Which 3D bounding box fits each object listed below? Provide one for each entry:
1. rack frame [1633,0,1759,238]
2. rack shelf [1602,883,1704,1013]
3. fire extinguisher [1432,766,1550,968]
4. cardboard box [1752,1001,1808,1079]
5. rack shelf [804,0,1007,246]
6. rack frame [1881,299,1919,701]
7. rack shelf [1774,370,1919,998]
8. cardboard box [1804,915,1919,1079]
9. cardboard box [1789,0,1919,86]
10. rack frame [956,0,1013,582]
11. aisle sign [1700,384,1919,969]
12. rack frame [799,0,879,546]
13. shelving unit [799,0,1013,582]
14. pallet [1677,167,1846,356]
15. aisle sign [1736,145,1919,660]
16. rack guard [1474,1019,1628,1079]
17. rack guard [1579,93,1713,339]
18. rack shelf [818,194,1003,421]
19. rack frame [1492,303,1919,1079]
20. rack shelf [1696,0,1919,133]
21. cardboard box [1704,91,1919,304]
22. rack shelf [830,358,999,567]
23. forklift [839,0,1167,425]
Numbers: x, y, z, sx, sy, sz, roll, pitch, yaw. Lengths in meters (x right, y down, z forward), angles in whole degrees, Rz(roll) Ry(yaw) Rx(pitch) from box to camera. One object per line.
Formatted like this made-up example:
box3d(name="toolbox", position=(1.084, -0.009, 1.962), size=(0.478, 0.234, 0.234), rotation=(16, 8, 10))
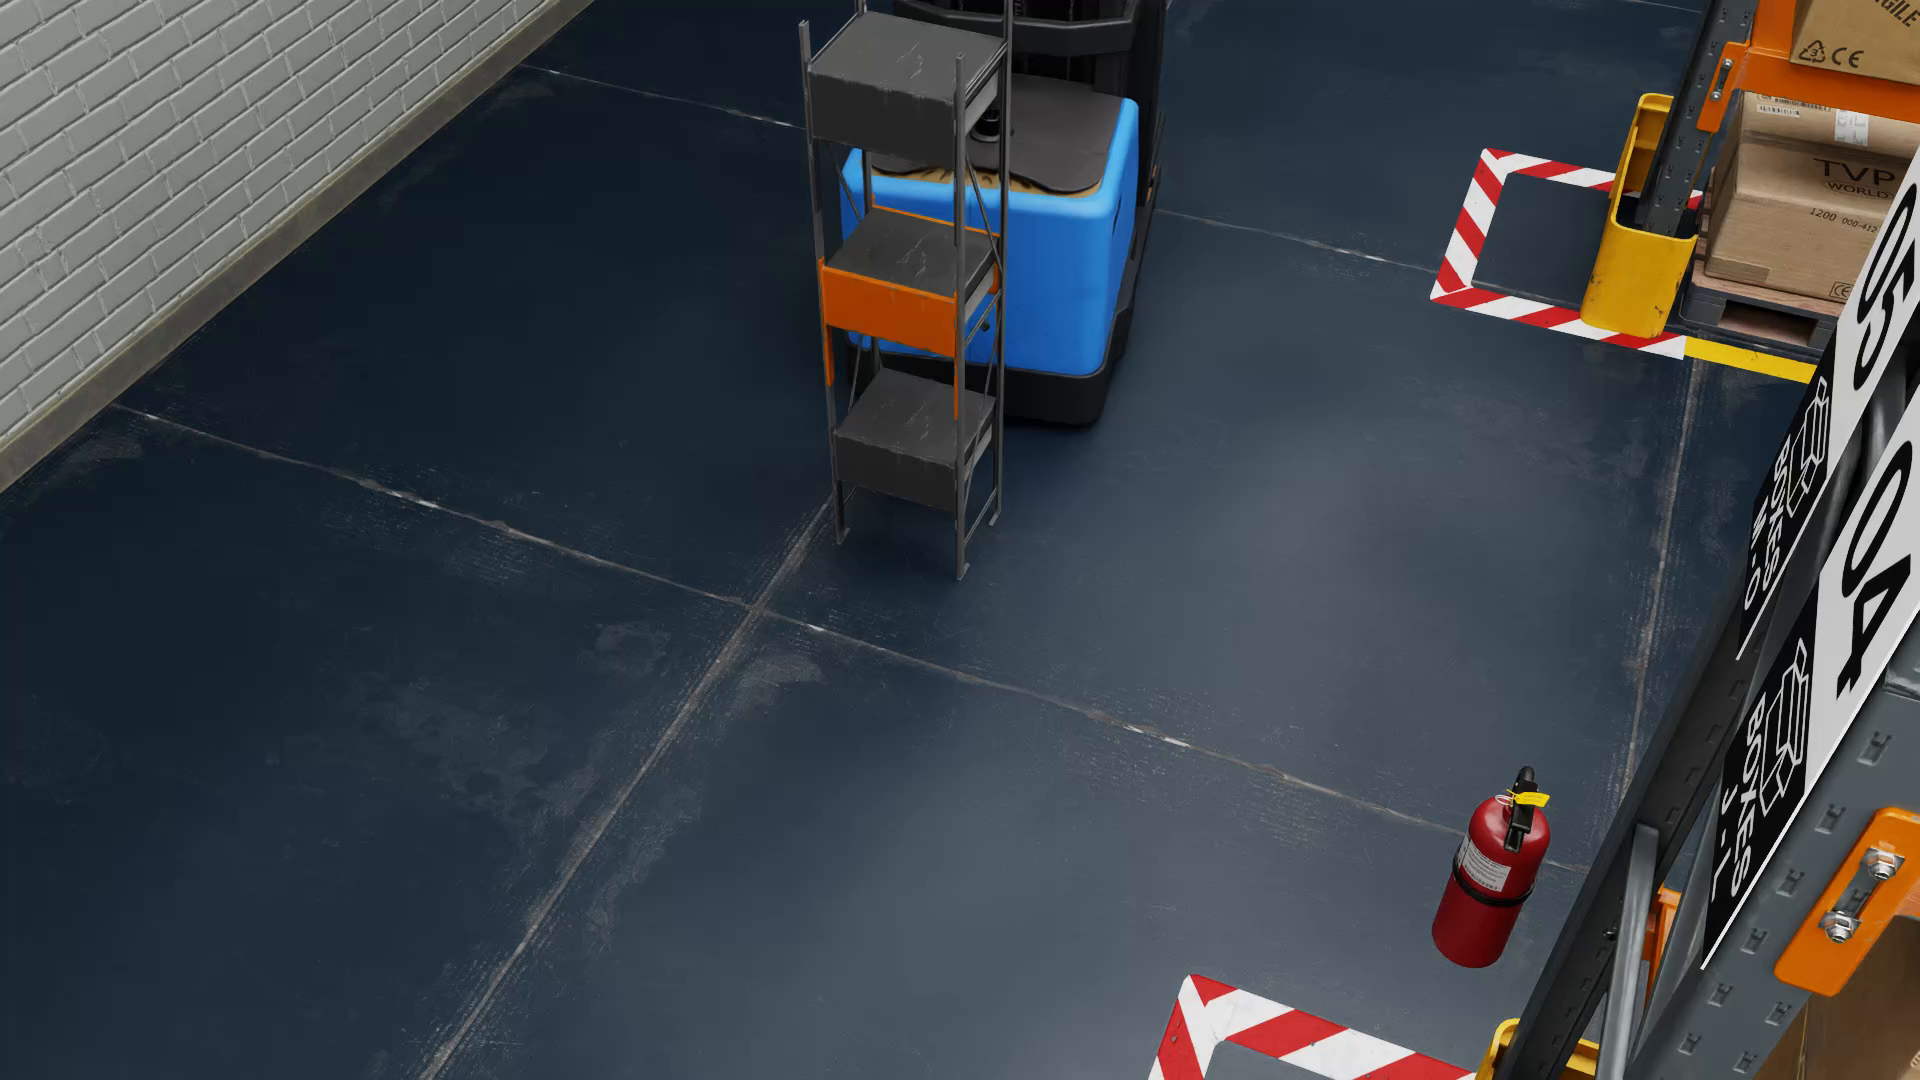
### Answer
box3d(name="rack frame", position=(3.077, -2.329, 6.464), size=(0.127, 3.000, 1.000), rotation=(16, 47, 16))
box3d(name="rack shelf", position=(3.110, 1.719, 2.906), size=(4.000, 0.370, 1.077), rotation=(16, 47, 16))
box3d(name="fire extinguisher", position=(1.210, 0.711, 3.728), size=(0.183, 0.674, 0.296), rotation=(16, 47, 16))
box3d(name="cardboard box", position=(1.572, 1.081, 2.755), size=(0.500, 0.500, 0.500), rotation=(19, 48, 18))
box3d(name="rack shelf", position=(-0.153, -1.276, 5.070), size=(0.480, 0.518, 0.431), rotation=(16, 47, 16))
box3d(name="rack frame", position=(1.264, -1.206, 1.082), size=(0.127, 3.000, 1.000), rotation=(16, 47, 16))
box3d(name="rack shelf", position=(3.110, 0.655, 1.848), size=(4.000, 0.370, 1.077), rotation=(16, 47, 16))
box3d(name="cardboard box", position=(1.577, 0.720, 2.409), size=(0.500, 0.500, 0.500), rotation=(16, 47, 16))
box3d(name="cardboard box", position=(3.409, -2.047, 6.110), size=(0.500, 0.500, 0.500), rotation=(16, 47, 16))
box3d(name="rack frame", position=(0.072, -0.723, 5.488), size=(0.015, 2.100, 0.400), rotation=(16, 47, 16))
box3d(name="aisle sign", position=(1.082, 0.174, 2.105), size=(0.004, 0.787, 0.394), rotation=(16, 47, 16))
box3d(name="rack frame", position=(-0.378, -0.856, 5.621), size=(0.015, 2.100, 0.400), rotation=(16, 47, 16))
box3d(name="shelving unit", position=(-0.153, -0.789, 5.555), size=(0.503, 2.100, 0.431), rotation=(16, 47, 16))
box3d(name="pallet", position=(3.845, -1.175, 7.281), size=(1.213, 0.211, 1.003), rotation=(16, 47, 16))
box3d(name="aisle sign", position=(1.313, -0.216, 2.498), size=(0.004, 0.787, 0.394), rotation=(16, 47, 16))
box3d(name="rack guard", position=(1.335, 1.827, 4.059), size=(0.348, 0.500, 1.175), rotation=(16, 47, 16))
box3d(name="rack guard", position=(3.055, -1.450, 7.353), size=(0.348, 0.500, 1.175), rotation=(16, 47, 16))
box3d(name="rack shelf", position=(-0.153, -0.780, 5.564), size=(0.480, 0.518, 0.431), rotation=(16, 47, 16))
box3d(name="rack frame", position=(1.264, 0.920, 3.198), size=(0.127, 3.000, 1.000), rotation=(16, 47, 16))
box3d(name="rack shelf", position=(4.923, -1.531, 6.172), size=(4.000, 0.370, 1.077), rotation=(16, 47, 16))
box3d(name="cardboard box", position=(3.725, -1.456, 7.105), size=(0.875, 0.438, 0.875), rotation=(15, 47, 15))
box3d(name="rack shelf", position=(-0.153, -0.283, 6.058), size=(0.480, 0.518, 0.431), rotation=(16, 47, 16))
box3d(name="forklift", position=(0.338, -2.553, 6.738), size=(1.130, 2.935, 3.031), rotation=(8, 45, 8))
